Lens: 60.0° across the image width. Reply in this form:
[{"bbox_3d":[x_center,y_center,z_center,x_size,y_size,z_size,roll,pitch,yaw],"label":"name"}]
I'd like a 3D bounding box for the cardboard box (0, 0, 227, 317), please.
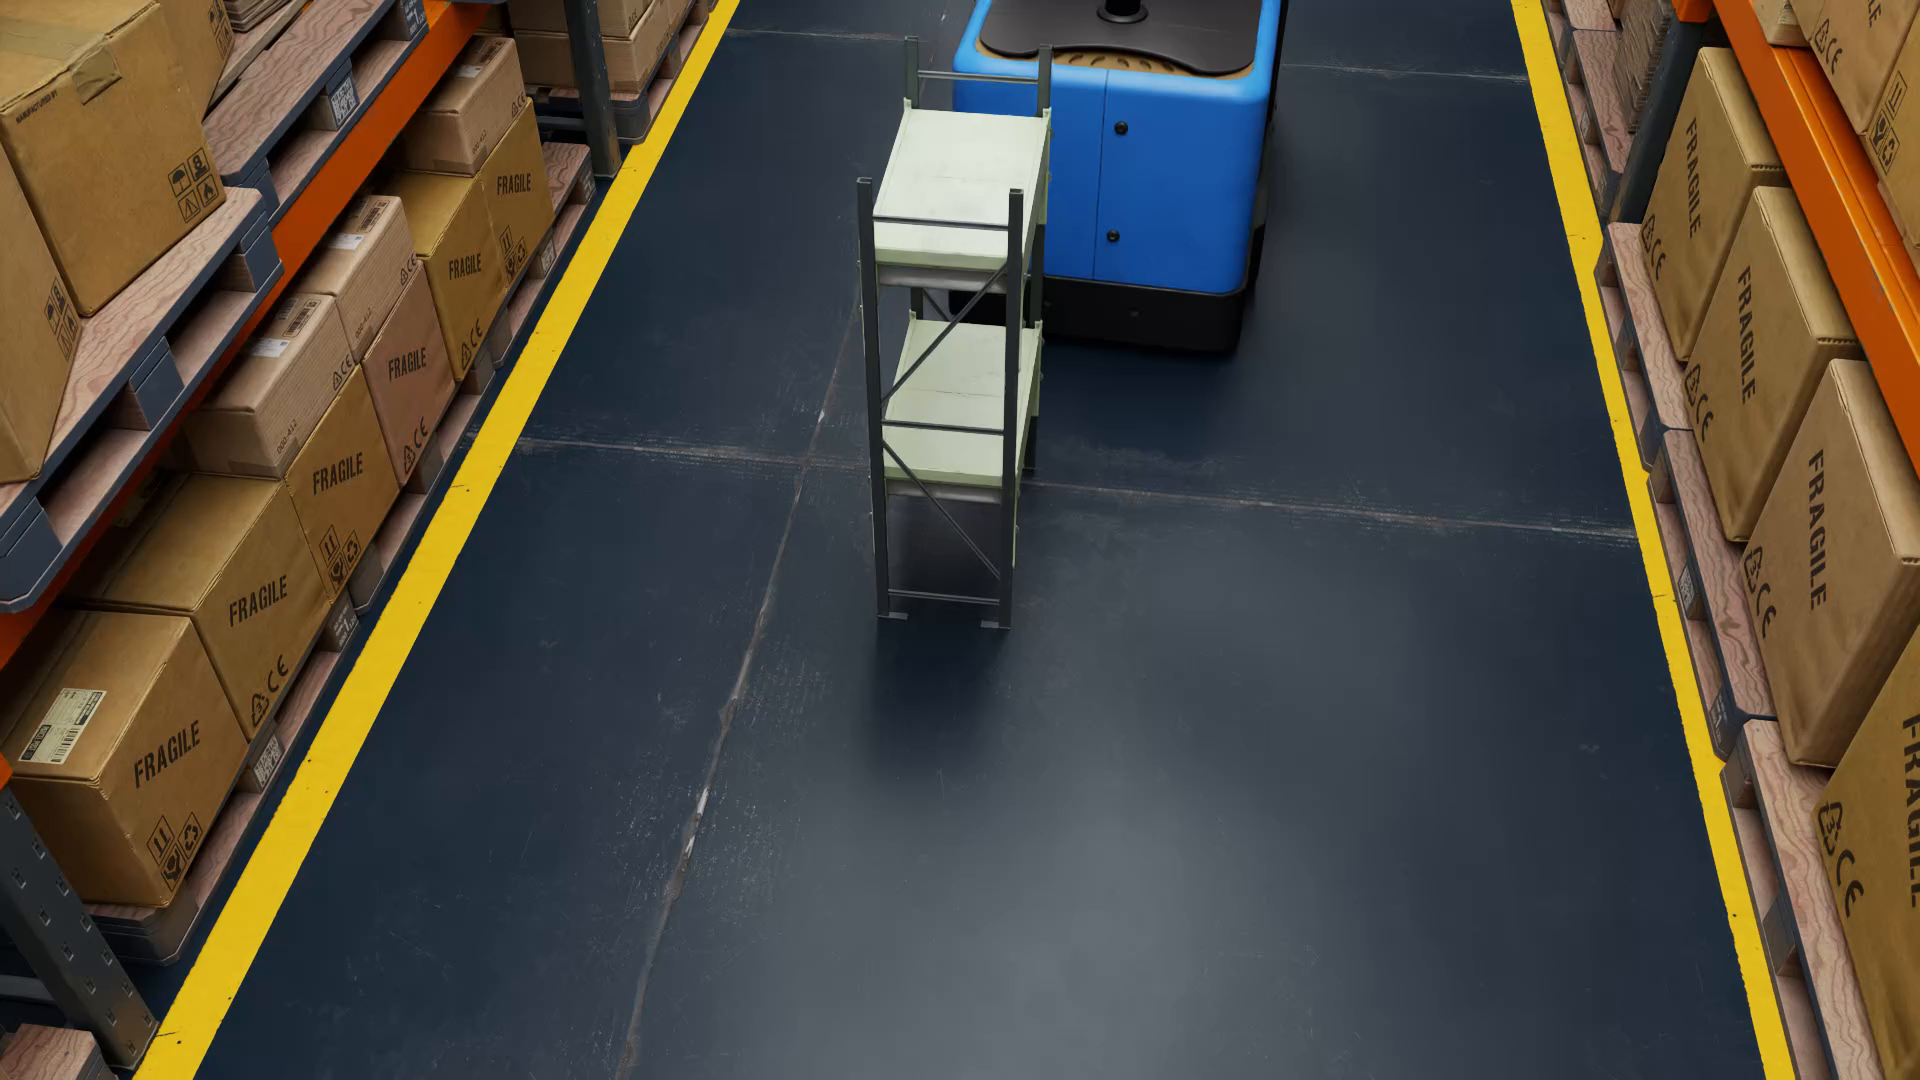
[{"bbox_3d":[-2.119,-0.887,3.627,0.700,0.500,0.500,12,45,12],"label":"cardboard box"}]

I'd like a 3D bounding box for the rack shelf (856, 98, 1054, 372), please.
[{"bbox_3d":[0.001,-0.833,4.471,0.431,0.370,0.720,5,44,6],"label":"rack shelf"}]

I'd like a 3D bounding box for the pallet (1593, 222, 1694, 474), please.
[{"bbox_3d":[2.829,-0.656,5.790,1.003,0.211,1.213,5,44,6],"label":"pallet"}]

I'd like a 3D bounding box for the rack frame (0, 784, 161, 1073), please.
[{"bbox_3d":[-2.432,0.079,2.985,1.000,3.000,0.127,5,44,6],"label":"rack frame"}]

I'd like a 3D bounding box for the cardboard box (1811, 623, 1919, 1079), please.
[{"bbox_3d":[2.436,0.700,3.587,0.750,0.750,0.750,6,44,6],"label":"cardboard box"}]

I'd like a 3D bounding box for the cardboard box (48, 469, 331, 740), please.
[{"bbox_3d":[-2.067,0.155,4.403,0.500,0.500,0.500,6,44,6],"label":"cardboard box"}]

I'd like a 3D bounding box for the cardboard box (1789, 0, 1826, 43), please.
[{"bbox_3d":[2.612,-1.687,4.546,0.500,0.500,0.500,7,44,7],"label":"cardboard box"}]

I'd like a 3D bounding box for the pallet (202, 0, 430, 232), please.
[{"bbox_3d":[-2.155,-1.252,4.530,1.003,0.211,1.213,5,44,6],"label":"pallet"}]

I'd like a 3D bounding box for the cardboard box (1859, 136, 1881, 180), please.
[{"bbox_3d":[2.592,-1.033,4.327,0.380,0.149,0.250,6,44,6],"label":"cardboard box"}]

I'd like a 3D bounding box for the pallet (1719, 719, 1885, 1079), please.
[{"bbox_3d":[2.506,1.007,4.033,1.003,0.211,1.213,5,44,6],"label":"pallet"}]

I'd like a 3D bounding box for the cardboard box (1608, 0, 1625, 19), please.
[{"bbox_3d":[3.272,-2.628,7.342,0.700,0.500,0.500,5,44,5],"label":"cardboard box"}]

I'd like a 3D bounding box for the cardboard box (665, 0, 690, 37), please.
[{"bbox_3d":[-1.477,-2.474,7.376,0.500,0.250,0.500,4,44,4],"label":"cardboard box"}]

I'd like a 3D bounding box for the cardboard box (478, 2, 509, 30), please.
[{"bbox_3d":[-2.078,-2.384,6.873,0.500,0.311,0.500,6,44,7],"label":"cardboard box"}]

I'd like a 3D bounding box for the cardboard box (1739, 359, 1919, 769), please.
[{"bbox_3d":[2.551,0.094,4.227,0.750,0.750,0.750,6,44,7],"label":"cardboard box"}]

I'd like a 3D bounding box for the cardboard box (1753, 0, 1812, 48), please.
[{"bbox_3d":[2.574,-1.568,4.892,0.380,0.149,0.250,6,44,7],"label":"cardboard box"}]

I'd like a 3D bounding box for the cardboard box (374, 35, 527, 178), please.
[{"bbox_3d":[-1.797,-1.474,5.578,0.500,0.250,0.500,7,44,7],"label":"cardboard box"}]

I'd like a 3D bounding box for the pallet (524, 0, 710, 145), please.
[{"bbox_3d":[-1.755,-2.192,7.411,1.003,0.211,1.213,5,44,6],"label":"pallet"}]

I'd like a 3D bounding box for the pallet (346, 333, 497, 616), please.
[{"bbox_3d":[-2.203,-0.300,5.413,1.003,0.211,1.213,5,44,6],"label":"pallet"}]

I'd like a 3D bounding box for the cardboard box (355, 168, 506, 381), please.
[{"bbox_3d":[-1.863,-0.888,5.504,0.500,0.500,0.500,4,44,4],"label":"cardboard box"}]

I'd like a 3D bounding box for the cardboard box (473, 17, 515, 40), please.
[{"bbox_3d":[-2.075,-2.182,7.067,0.500,0.250,0.500,6,44,7],"label":"cardboard box"}]

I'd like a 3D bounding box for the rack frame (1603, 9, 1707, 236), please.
[{"bbox_3d":[3.008,-2.199,5.391,1.000,3.000,0.127,5,44,6],"label":"rack frame"}]

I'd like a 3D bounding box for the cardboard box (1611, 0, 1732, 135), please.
[{"bbox_3d":[3.051,-1.947,6.622,0.700,0.500,0.500,6,44,6],"label":"cardboard box"}]

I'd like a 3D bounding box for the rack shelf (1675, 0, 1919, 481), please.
[{"bbox_3d":[2.743,-0.575,4.199,1.077,0.370,4.000,5,44,6],"label":"rack shelf"}]

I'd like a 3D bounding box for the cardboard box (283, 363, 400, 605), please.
[{"bbox_3d":[-1.993,-0.185,4.762,0.500,0.500,0.500,6,44,6],"label":"cardboard box"}]

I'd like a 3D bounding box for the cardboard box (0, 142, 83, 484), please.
[{"bbox_3d":[-2.147,-0.412,3.126,0.700,0.500,0.500,-8,44,-9],"label":"cardboard box"}]

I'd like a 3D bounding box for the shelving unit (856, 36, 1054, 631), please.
[{"bbox_3d":[0.001,-0.549,4.739,0.431,1.500,0.755,5,44,6],"label":"shelving unit"}]

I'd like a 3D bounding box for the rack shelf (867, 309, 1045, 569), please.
[{"bbox_3d":[0.001,-0.312,4.963,0.431,0.370,0.720,5,44,6],"label":"rack shelf"}]

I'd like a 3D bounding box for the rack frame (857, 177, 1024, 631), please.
[{"bbox_3d":[-0.048,-0.300,4.476,0.400,1.500,0.023,5,44,6],"label":"rack frame"}]

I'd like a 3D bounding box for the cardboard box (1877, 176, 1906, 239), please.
[{"bbox_3d":[2.543,-0.866,4.151,0.380,0.149,0.250,5,44,6],"label":"cardboard box"}]

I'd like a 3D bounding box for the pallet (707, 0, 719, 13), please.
[{"bbox_3d":[-1.592,-3.021,8.287,1.003,0.211,1.213,5,44,6],"label":"pallet"}]

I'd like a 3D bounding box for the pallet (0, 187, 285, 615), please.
[{"bbox_3d":[-2.218,-0.386,3.616,1.003,0.211,1.213,5,44,6],"label":"pallet"}]

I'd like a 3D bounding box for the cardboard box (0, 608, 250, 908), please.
[{"bbox_3d":[-2.126,0.519,4.018,0.500,0.500,0.500,3,44,4],"label":"cardboard box"}]

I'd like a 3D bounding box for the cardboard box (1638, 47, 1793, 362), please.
[{"bbox_3d":[2.781,-1.082,5.469,0.750,0.750,0.750,5,44,5],"label":"cardboard box"}]

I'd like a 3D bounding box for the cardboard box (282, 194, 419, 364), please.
[{"bbox_3d":[-1.928,-0.776,4.841,0.500,0.250,0.500,4,44,5],"label":"cardboard box"}]

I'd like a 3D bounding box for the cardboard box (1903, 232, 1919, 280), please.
[{"bbox_3d":[2.501,-0.687,3.962,0.380,0.149,0.250,7,44,7],"label":"cardboard box"}]

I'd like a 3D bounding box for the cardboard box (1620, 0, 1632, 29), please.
[{"bbox_3d":[3.235,-2.287,6.982,0.700,0.500,0.500,5,44,5],"label":"cardboard box"}]

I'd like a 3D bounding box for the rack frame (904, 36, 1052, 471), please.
[{"bbox_3d":[0.049,-0.799,5.003,0.400,1.500,0.023,5,44,6],"label":"rack frame"}]

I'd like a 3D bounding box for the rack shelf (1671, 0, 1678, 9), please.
[{"bbox_3d":[3.272,-3.301,7.078,1.077,0.370,4.000,5,44,6],"label":"rack shelf"}]

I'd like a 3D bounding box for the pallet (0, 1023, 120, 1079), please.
[{"bbox_3d":[-2.523,1.560,3.449,1.003,0.211,1.213,5,44,6],"label":"pallet"}]

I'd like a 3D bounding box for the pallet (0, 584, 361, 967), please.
[{"bbox_3d":[-2.362,0.534,4.533,1.003,0.211,1.213,5,44,6],"label":"pallet"}]

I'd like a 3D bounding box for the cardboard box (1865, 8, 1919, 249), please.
[{"bbox_3d":[2.484,-0.993,3.814,0.500,0.500,0.500,6,44,7],"label":"cardboard box"}]

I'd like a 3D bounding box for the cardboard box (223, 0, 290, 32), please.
[{"bbox_3d":[-2.185,-1.790,4.581,0.700,0.500,0.500,13,45,13],"label":"cardboard box"}]

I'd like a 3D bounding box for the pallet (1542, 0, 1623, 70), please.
[{"bbox_3d":[3.276,-2.548,7.788,1.003,0.211,1.213,5,44,6],"label":"pallet"}]

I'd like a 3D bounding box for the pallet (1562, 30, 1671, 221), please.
[{"bbox_3d":[3.113,-1.719,6.912,1.003,0.211,1.213,5,44,6],"label":"pallet"}]

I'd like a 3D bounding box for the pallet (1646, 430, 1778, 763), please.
[{"bbox_3d":[2.665,0.173,4.914,1.003,0.211,1.213,5,44,6],"label":"pallet"}]

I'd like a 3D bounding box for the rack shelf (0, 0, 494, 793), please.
[{"bbox_3d":[-2.167,-1.023,4.672,1.077,0.370,4.000,5,44,6],"label":"rack shelf"}]

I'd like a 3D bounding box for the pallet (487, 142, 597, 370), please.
[{"bbox_3d":[-2.039,-1.129,6.289,1.003,0.211,1.213,5,44,6],"label":"pallet"}]

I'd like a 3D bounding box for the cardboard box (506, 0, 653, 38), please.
[{"bbox_3d":[-1.542,-2.335,6.821,0.500,0.311,0.500,7,44,7],"label":"cardboard box"}]

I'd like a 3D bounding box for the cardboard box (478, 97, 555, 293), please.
[{"bbox_3d":[-1.794,-1.240,5.876,0.500,0.500,0.500,7,44,7],"label":"cardboard box"}]

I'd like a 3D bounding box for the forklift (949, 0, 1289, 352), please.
[{"bbox_3d":[0.748,-2.750,6.022,1.130,2.935,3.031,8,44,8],"label":"forklift"}]

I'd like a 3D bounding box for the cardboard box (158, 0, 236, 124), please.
[{"bbox_3d":[-2.259,-1.319,4.084,0.700,0.500,0.500,-5,44,-5],"label":"cardboard box"}]

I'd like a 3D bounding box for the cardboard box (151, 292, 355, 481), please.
[{"bbox_3d":[-1.994,-0.434,4.480,0.500,0.250,0.500,5,44,6],"label":"cardboard box"}]

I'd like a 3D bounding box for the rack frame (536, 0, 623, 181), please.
[{"bbox_3d":[-1.903,-2.647,5.864,1.000,3.000,0.127,5,44,6],"label":"rack frame"}]

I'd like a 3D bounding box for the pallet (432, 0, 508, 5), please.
[{"bbox_3d":[-1.923,-2.109,5.435,1.213,0.211,1.003,5,44,6],"label":"pallet"}]

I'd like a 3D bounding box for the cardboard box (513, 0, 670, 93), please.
[{"bbox_3d":[-1.542,-2.131,7.014,0.500,0.250,0.500,5,44,5],"label":"cardboard box"}]

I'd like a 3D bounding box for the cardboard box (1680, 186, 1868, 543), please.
[{"bbox_3d":[2.658,-0.486,4.839,0.750,0.750,0.750,5,44,5],"label":"cardboard box"}]

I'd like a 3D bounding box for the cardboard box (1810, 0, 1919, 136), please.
[{"bbox_3d":[2.545,-1.349,4.189,0.500,0.500,0.500,5,44,5],"label":"cardboard box"}]

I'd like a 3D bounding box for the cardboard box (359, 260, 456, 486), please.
[{"bbox_3d":[-1.926,-0.529,5.126,0.500,0.500,0.500,4,44,4],"label":"cardboard box"}]
